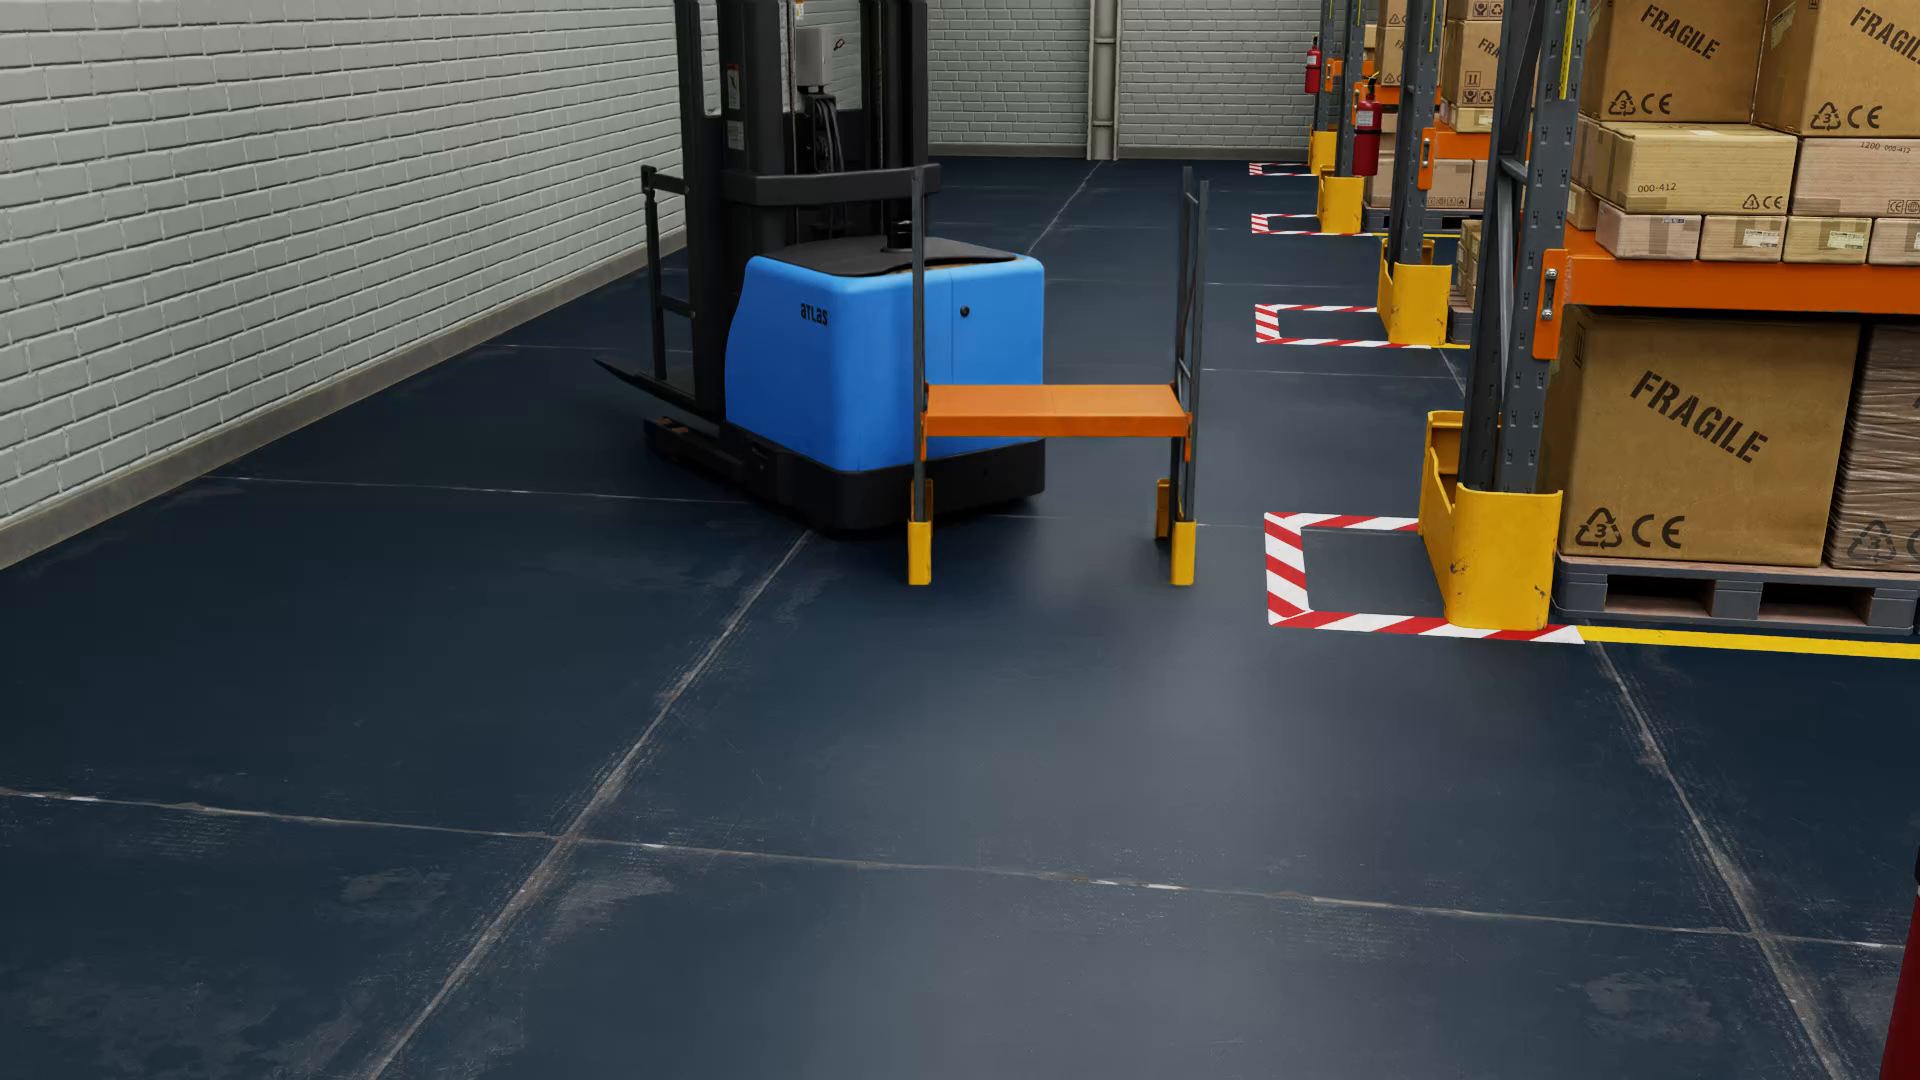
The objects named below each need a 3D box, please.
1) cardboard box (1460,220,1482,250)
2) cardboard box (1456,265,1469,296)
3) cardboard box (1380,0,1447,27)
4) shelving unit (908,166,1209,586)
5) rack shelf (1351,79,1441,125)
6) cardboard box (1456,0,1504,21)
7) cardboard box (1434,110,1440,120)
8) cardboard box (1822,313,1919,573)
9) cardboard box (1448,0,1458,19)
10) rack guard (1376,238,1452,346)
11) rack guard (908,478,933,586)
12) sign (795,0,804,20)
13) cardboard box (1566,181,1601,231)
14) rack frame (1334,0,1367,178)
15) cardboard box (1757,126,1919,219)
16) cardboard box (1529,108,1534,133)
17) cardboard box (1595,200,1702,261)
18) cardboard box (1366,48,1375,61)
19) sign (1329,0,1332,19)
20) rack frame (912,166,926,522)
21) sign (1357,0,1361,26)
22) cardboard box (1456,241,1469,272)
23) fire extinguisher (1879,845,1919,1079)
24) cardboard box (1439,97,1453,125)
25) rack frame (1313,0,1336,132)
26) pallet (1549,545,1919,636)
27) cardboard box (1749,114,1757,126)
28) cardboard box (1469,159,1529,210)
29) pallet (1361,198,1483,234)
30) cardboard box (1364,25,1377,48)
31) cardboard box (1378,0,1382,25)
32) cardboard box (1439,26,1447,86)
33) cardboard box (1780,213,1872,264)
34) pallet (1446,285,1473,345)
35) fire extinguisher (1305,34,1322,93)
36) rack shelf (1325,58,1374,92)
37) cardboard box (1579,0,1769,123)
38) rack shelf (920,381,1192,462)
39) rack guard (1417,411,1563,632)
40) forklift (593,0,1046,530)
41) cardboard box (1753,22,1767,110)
[{"bbox_3d":[3.463,-2.019,11.002,0.250,0.149,0.380,3,19,9],"label":"cardboard box"},{"bbox_3d":[3.453,-1.722,11.055,0.250,0.149,0.380,3,19,10],"label":"cardboard box"},{"bbox_3d":[4.014,-4.800,14.690,0.500,0.500,0.500,3,19,7],"label":"cardboard box"},{"bbox_3d":[0.345,-0.631,6.325,1.083,1.500,0.587,0,19,0],"label":"shelving unit"},{"bbox_3d":[5.560,-3.950,15.016,4.000,0.370,1.077,3,19,9],"label":"rack shelf"},{"bbox_3d":[3.301,-3.393,10.015,0.500,0.500,0.500,3,19,8],"label":"cardboard box"},{"bbox_3d":[5.796,-4.846,19.835,0.500,0.500,0.700,4,19,11],"label":"cardboard box"},{"bbox_3d":[3.557,-0.426,6.036,0.875,0.875,0.875,3,19,9],"label":"cardboard box"},{"bbox_3d":[3.391,-3.554,10.495,0.500,0.500,0.500,3,19,8],"label":"cardboard box"},{"bbox_3d":[2.975,-1.647,10.938,0.348,0.500,1.175,3,19,9],"label":"rack guard"},{"bbox_3d":[-0.153,-0.039,6.524,0.087,0.250,0.587,0,19,0],"label":"rack guard"},{"bbox_3d":[-1.721,-5.704,17.823,0.001,0.242,0.339,3,19,9],"label":"sign"},{"bbox_3d":[2.418,-1.254,6.219,0.250,0.149,0.380,3,19,10],"label":"cardboard box"},{"bbox_3d":[3.586,-4.392,15.203,0.127,3.000,1.000,3,19,9],"label":"rack frame"},{"bbox_3d":[2.959,-1.225,5.504,0.500,0.250,0.500,3,19,8],"label":"cardboard box"},{"bbox_3d":[3.426,-2.598,10.238,0.250,0.149,0.380,4,19,11],"label":"cardboard box"},{"bbox_3d":[2.312,-1.047,5.602,0.250,0.149,0.380,3,19,9],"label":"cardboard box"},{"bbox_3d":[4.909,-5.728,19.590,0.250,0.149,0.380,3,19,10],"label":"cardboard box"},{"bbox_3d":[4.283,-6.188,19.206,0.005,0.325,0.100,3,19,9],"label":"sign"},{"bbox_3d":[-0.155,-0.631,6.326,0.032,1.500,0.500,0,19,0],"label":"rack frame"},{"bbox_3d":[3.492,-4.667,14.534,0.005,0.325,0.100,3,19,9],"label":"sign"},{"bbox_3d":[3.467,-1.888,11.079,0.250,0.149,0.380,2,19,7],"label":"cardboard box"},{"bbox_3d":[1.151,0.328,1.806,0.183,0.674,0.296,3,19,9],"label":"fire extinguisher"},{"bbox_3d":[3.267,-2.789,10.808,0.250,0.149,0.380,3,19,9],"label":"cardboard box"},{"bbox_3d":[4.369,-5.948,19.851,0.127,3.000,1.000,3,19,9],"label":"rack frame"},{"bbox_3d":[2.816,0.051,6.320,1.213,0.211,1.003,3,19,9],"label":"pallet"},{"bbox_3d":[3.035,-1.391,5.999,0.500,0.250,0.500,3,19,8],"label":"cardboard box"},{"bbox_3d":[5.158,-3.331,15.407,0.875,0.438,0.875,3,19,10],"label":"cardboard box"},{"bbox_3d":[4.387,-3.054,15.598,1.213,0.211,1.003,3,19,9],"label":"pallet"},{"bbox_3d":[4.774,-5.910,19.507,0.500,0.250,0.500,3,19,9],"label":"cardboard box"},{"bbox_3d":[4.099,-4.964,15.179,0.500,0.500,0.500,4,19,10],"label":"cardboard box"},{"bbox_3d":[4.518,-4.309,14.796,0.500,0.500,0.500,3,19,8],"label":"cardboard box"},{"bbox_3d":[2.818,-1.022,5.526,0.250,0.149,0.380,2,19,7],"label":"cardboard box"},{"bbox_3d":[3.772,-1.458,10.829,1.213,0.211,1.003,3,19,9],"label":"pallet"},{"bbox_3d":[4.151,-5.597,19.512,0.183,0.674,0.296,3,19,9],"label":"fire extinguisher"},{"bbox_3d":[6.344,-5.506,19.664,4.000,0.370,1.077,3,19,9],"label":"rack shelf"},{"bbox_3d":[2.536,-1.771,5.954,0.500,0.500,0.500,3,19,9],"label":"cardboard box"},{"bbox_3d":[0.354,-0.460,6.382,1.000,0.185,0.538,0,19,0],"label":"rack shelf"},{"bbox_3d":[1.990,-0.103,6.324,0.348,0.500,1.175,3,19,9],"label":"rack guard"},{"bbox_3d":[-0.876,-1.839,7.680,1.130,2.935,3.031,-12,22,-32],"label":"forklift"},{"bbox_3d":[4.818,-2.844,9.951,0.500,0.500,0.500,2,19,7],"label":"cardboard box"}]
